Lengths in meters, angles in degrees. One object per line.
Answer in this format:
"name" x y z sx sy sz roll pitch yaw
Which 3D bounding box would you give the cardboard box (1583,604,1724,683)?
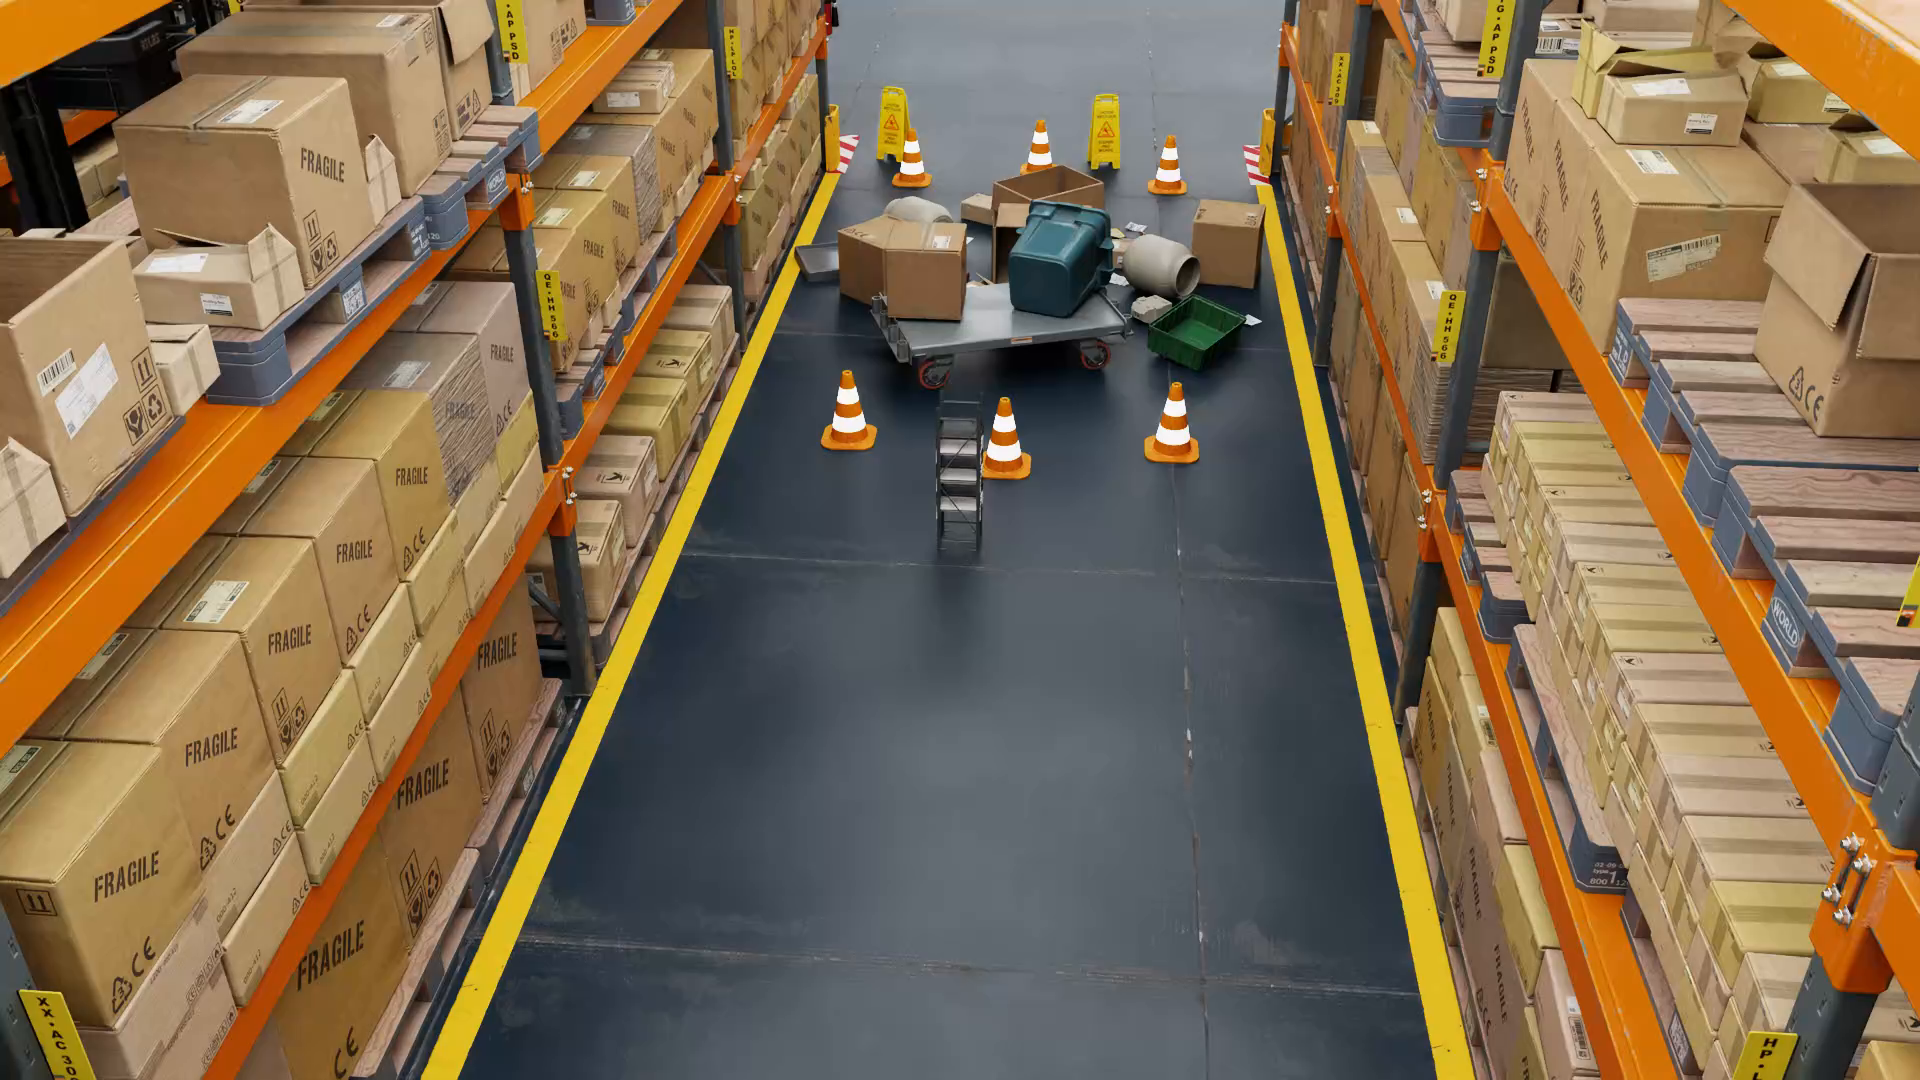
"cardboard box" 2.256 0.340 5.391 0.380 0.149 0.250 2 32 3

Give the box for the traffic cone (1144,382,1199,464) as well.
"traffic cone" 1.328 -0.760 10.323 0.336 0.463 0.334 2 32 4

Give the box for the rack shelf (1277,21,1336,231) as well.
"rack shelf" 3.105 -3.217 12.577 1.077 0.370 4.000 2 32 4

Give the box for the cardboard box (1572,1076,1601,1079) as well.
"cardboard box" 2.100 1.872 4.901 0.500 0.250 0.500 2 32 3

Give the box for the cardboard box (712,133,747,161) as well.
"cardboard box" -1.654 -2.680 11.259 0.380 0.149 0.250 2 32 4

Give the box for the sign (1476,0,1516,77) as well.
"sign" 2.064 -1.944 6.399 0.100 0.325 0.005 2 32 4

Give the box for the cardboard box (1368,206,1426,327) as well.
"cardboard box" 2.506 -1.465 8.954 0.500 0.500 0.500 3 32 5

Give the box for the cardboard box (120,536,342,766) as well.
"cardboard box" -2.271 0.332 5.084 0.500 0.500 0.500 2 32 3

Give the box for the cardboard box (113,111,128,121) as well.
"cardboard box" -6.464 -3.321 13.328 0.500 0.250 0.500 2 32 3

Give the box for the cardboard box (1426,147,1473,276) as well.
"cardboard box" 2.743 -1.621 8.253 0.700 0.500 0.500 2 32 3

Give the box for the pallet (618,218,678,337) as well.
"pallet" -2.205 -1.499 9.287 1.003 0.211 1.213 2 32 4

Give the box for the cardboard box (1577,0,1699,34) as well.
"cardboard box" 2.895 -2.215 6.996 0.500 0.311 0.500 3 32 4

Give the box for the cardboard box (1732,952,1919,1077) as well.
"cardboard box" 2.129 1.163 4.057 0.380 0.149 0.250 4 32 6

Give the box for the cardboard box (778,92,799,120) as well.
"cardboard box" -1.489 -3.437 13.136 0.380 0.149 0.250 4 32 6

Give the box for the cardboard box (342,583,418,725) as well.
"cardboard box" -2.213 0.379 5.722 0.500 0.250 0.500 2 32 2

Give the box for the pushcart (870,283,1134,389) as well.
"pushcart" 0.277 -1.448 11.521 1.648 0.377 0.936 -8 33 -13

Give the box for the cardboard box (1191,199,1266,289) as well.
"cardboard box" 2.046 -2.270 12.734 0.500 0.500 0.500 8 32 12

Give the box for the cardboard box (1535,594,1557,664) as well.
"cardboard box" 2.296 0.330 5.975 0.380 0.149 0.250 3 32 6

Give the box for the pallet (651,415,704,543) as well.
"pallet" -2.158 -0.402 9.981 1.003 0.211 1.213 2 32 4

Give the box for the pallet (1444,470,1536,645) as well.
"pallet" 2.665 0.073 6.735 1.213 0.211 1.003 2 32 4

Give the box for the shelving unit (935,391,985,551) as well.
"shelving unit" -0.001 -0.379 9.287 0.258 0.900 0.210 2 32 4

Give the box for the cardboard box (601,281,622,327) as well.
"cardboard box" -1.946 -1.209 8.471 0.380 0.149 0.250 3 32 4

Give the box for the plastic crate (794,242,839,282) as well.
"plastic crate" -1.054 -2.179 12.990 0.402 0.080 0.583 -8 33 -13

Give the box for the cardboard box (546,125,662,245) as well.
"cardboard box" -1.937 -1.930 9.023 0.500 0.500 0.500 1 32 2

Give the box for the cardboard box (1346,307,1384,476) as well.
"cardboard box" 2.899 -0.866 9.820 1.050 0.750 0.750 2 32 4

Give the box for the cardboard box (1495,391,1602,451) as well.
"cardboard box" 2.386 -0.475 6.714 0.380 0.149 0.250 3 32 4

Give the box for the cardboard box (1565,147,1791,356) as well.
"cardboard box" 2.236 -0.894 5.168 0.500 0.500 0.500 2 32 4

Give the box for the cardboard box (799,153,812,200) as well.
"cardboard box" -1.522 -3.031 13.810 0.500 0.250 0.500 3 32 4

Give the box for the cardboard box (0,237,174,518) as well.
"cardboard box" -2.290 -0.399 3.965 0.500 0.500 0.500 2 32 3

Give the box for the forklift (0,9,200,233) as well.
"forklift" -4.518 -1.773 9.613 1.130 2.935 3.031 3 32 4

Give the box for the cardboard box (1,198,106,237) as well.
"cardboard box" -6.600 -2.307 12.158 0.500 0.250 0.500 2 32 4

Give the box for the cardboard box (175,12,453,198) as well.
"cardboard box" -2.216 -1.517 5.778 0.700 0.500 0.500 1 32 2

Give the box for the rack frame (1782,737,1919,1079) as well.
"rack frame" 2.291 1.706 3.903 1.000 3.000 0.127 2 32 4

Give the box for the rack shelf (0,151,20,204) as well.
"rack shelf" -7.110 -1.494 9.781 1.077 0.370 4.000 2 32 4

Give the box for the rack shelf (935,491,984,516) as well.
"rack shelf" -0.001 -0.197 9.399 0.258 0.077 0.200 2 32 4

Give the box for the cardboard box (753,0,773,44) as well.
"cardboard box" -1.684 -3.718 11.372 0.700 0.500 0.500 3 32 4

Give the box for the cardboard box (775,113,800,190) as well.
"cardboard box" -1.566 -3.088 13.188 0.500 0.500 0.500 2 32 3

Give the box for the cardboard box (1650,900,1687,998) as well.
"cardboard box" 2.169 1.152 4.641 0.380 0.149 0.250 2 32 4

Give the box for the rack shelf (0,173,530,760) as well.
"rack shelf" -2.488 -0.469 5.259 1.077 0.370 4.000 2 32 4

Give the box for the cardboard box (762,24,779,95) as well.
"cardboard box" -1.614 -3.549 12.051 0.500 0.500 0.500 2 32 4

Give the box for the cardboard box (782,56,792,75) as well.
"cardboard box" -1.525 -3.744 12.986 0.380 0.149 0.250 2 32 3

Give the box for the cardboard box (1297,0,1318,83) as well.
"cardboard box" 3.089 -3.861 12.793 0.875 0.550 0.550 2 32 4

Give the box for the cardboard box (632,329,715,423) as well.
"cardboard box" -2.095 -1.045 10.472 0.950 0.372 0.625 4 32 7

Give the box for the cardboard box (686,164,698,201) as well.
"cardboard box" -1.791 -2.153 10.004 0.380 0.149 0.250 2 32 3

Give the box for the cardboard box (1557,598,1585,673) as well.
"cardboard box" 2.274 0.334 5.686 0.380 0.149 0.250 2 32 4

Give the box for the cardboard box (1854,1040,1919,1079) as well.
"cardboard box" 2.011 1.337 3.170 0.500 0.500 0.500 3 32 5

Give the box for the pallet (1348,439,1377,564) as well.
"pallet" 2.858 -0.244 9.725 1.003 0.211 1.213 2 32 4

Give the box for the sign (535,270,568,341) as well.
"sign" -1.772 -1.015 7.215 0.100 0.325 0.005 2 32 4

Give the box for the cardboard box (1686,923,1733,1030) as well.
"cardboard box" 2.147 1.153 4.356 0.380 0.149 0.250 3 32 4

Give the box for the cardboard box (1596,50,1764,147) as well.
"cardboard box" 2.286 -1.427 5.302 0.396 0.266 0.258 2 32 4

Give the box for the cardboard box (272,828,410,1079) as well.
"cardboard box" -2.614 1.473 5.906 0.875 0.875 0.875 3 32 5

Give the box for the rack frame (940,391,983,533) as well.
"rack frame" 0.008 -0.432 9.374 0.240 0.900 0.006 2 32 4

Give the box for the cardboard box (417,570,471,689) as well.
"cardboard box" -2.191 0.326 6.286 0.500 0.250 0.500 2 32 3

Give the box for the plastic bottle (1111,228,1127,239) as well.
"plastic bottle" 1.263 -2.438 13.429 0.133 0.061 0.283 -8 33 -13

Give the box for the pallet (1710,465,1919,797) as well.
"pallet" 2.447 0.191 3.682 1.213 0.211 1.003 2 32 4

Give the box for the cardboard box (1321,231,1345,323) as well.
"cardboard box" 3.063 -2.077 11.667 0.875 0.875 0.875 3 32 5
